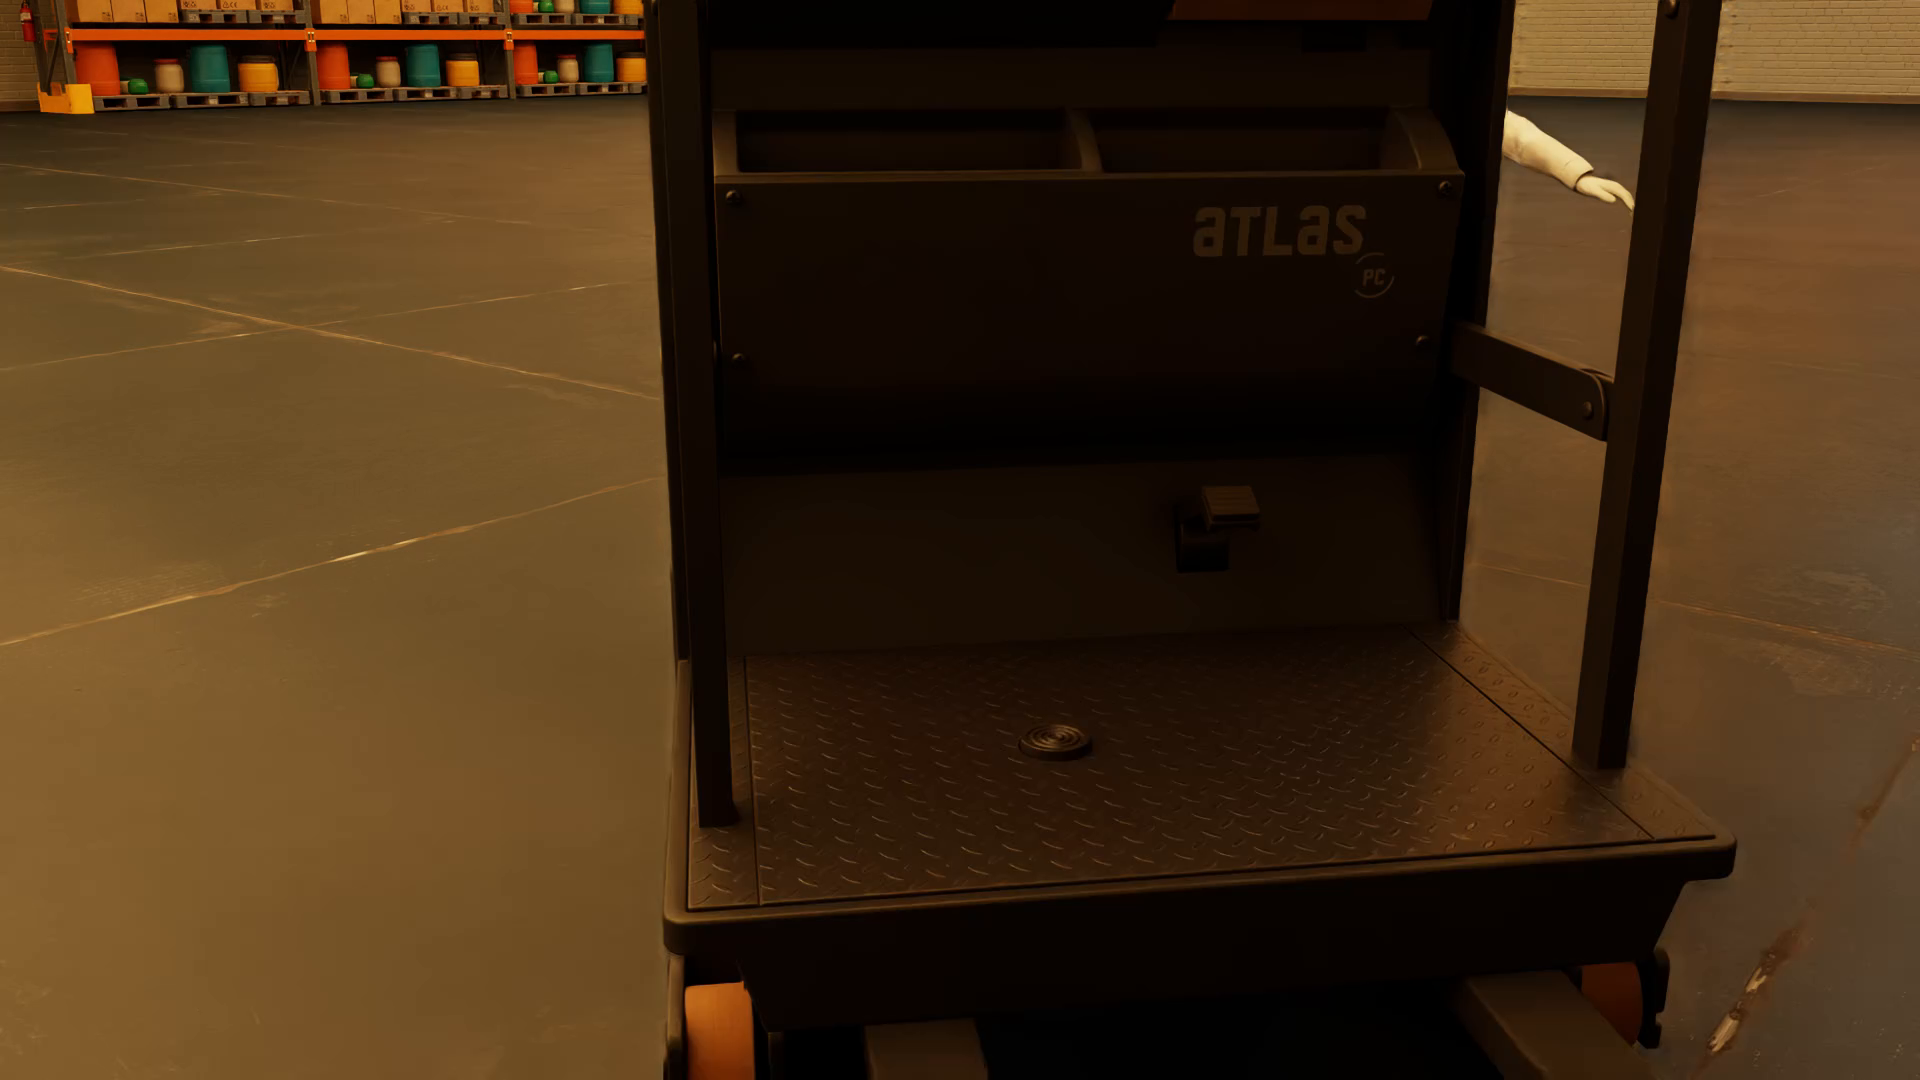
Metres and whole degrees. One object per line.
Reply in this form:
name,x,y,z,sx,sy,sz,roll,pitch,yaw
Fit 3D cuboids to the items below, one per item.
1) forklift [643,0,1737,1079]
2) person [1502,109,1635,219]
forklift,0.194,-0.864,1.744,1.130,2.935,3.031,-2,17,-8
person,1.110,-0.763,4.076,0.945,1.400,0.708,11,20,33
